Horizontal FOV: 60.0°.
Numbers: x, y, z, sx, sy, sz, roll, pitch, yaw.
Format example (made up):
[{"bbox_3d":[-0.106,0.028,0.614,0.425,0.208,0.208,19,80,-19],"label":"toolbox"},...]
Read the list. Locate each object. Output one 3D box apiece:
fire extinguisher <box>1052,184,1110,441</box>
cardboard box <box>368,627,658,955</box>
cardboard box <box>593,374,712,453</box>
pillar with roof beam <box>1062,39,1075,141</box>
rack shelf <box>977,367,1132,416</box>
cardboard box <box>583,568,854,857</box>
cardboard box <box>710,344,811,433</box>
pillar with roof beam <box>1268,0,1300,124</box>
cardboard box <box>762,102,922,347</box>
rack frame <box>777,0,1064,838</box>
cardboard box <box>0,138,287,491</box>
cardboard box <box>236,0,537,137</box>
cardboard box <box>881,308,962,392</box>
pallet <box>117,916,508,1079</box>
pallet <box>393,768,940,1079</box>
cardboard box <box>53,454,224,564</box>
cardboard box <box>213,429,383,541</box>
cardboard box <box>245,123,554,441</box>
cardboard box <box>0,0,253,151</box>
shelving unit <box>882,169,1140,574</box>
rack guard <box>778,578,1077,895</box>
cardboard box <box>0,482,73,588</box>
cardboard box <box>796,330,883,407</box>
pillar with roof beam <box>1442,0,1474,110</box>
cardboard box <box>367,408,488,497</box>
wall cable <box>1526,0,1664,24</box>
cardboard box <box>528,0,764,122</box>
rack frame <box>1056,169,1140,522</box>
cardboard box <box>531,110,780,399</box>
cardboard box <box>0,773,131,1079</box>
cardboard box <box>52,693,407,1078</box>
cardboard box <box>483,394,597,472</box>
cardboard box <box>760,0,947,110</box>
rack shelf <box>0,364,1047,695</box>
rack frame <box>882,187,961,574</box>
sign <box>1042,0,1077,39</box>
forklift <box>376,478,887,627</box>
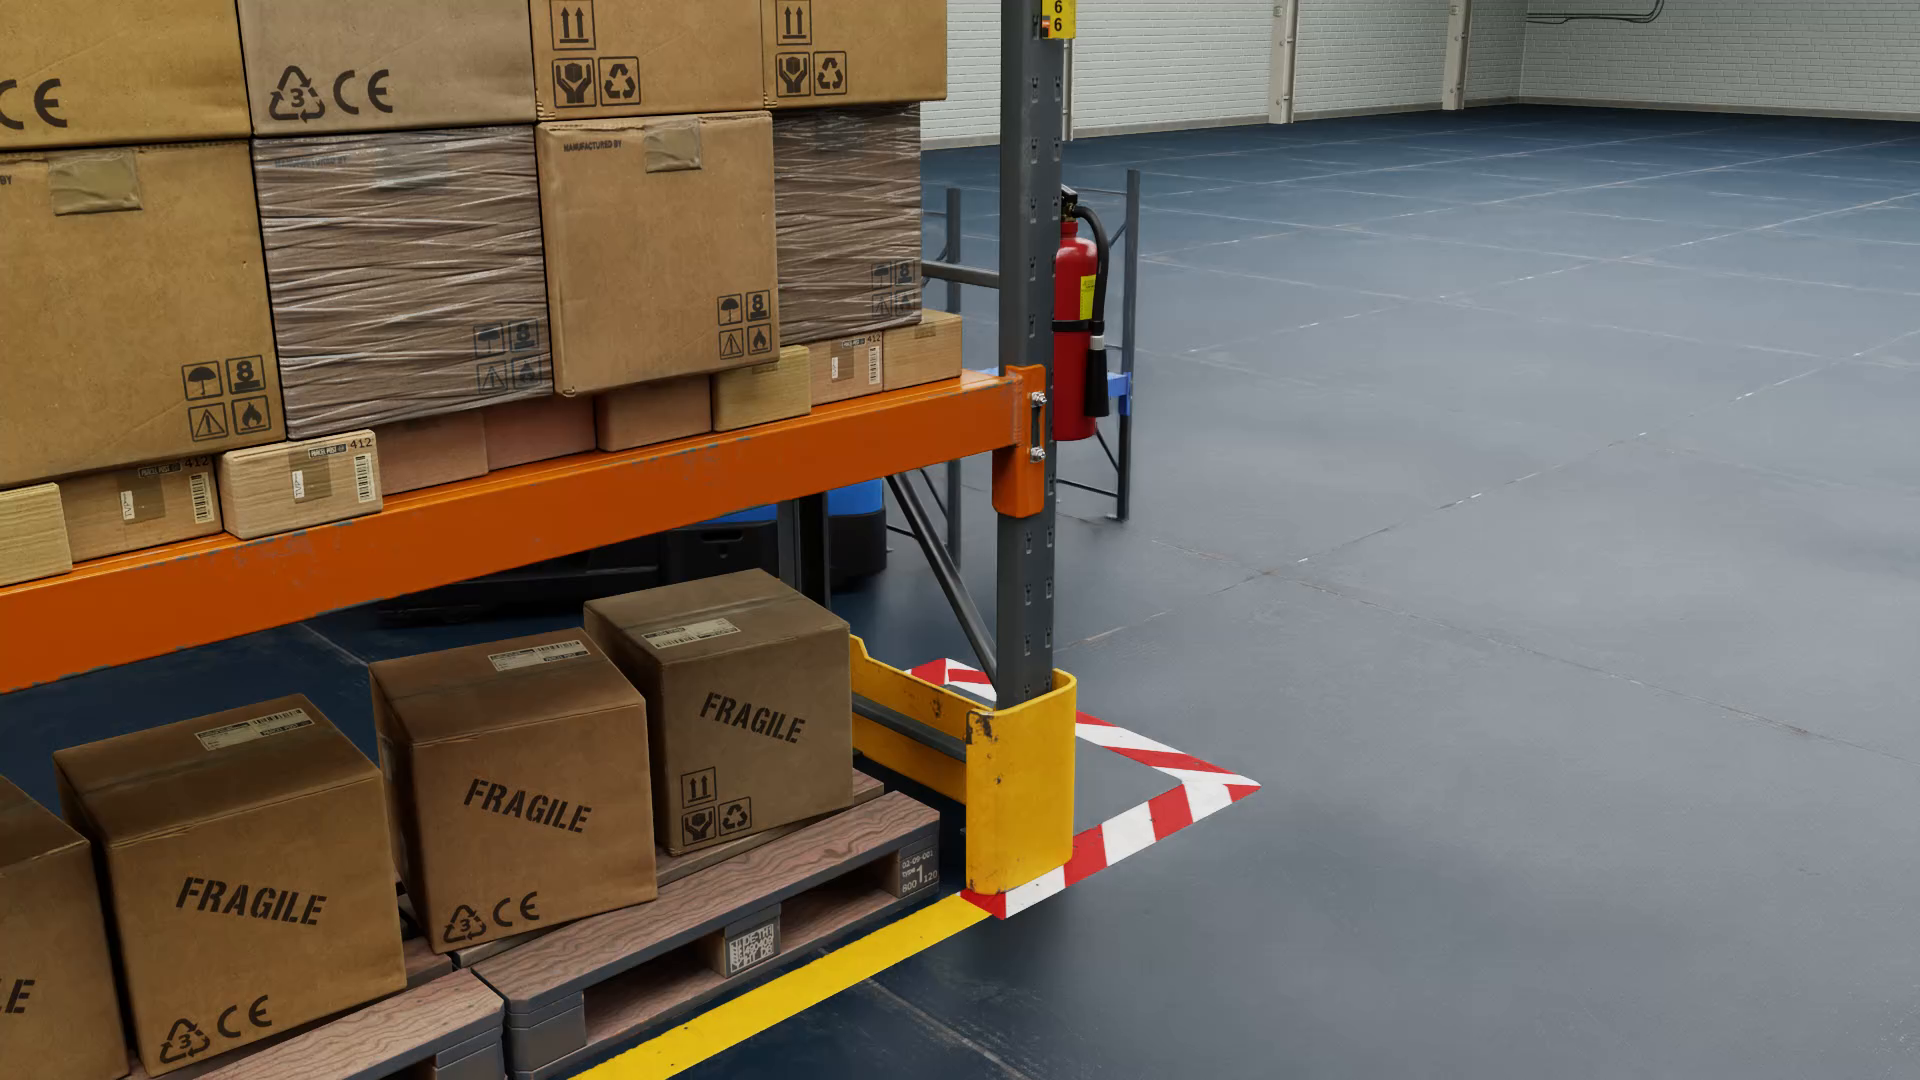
[{"bbox_3d":[0.254,-0.587,4.056,0.183,0.674,0.296,-16,24,-41],"label":"fire extinguisher"},{"bbox_3d":[-1.022,0.550,3.798,0.500,0.500,0.500,-9,20,-27],"label":"cardboard box"},{"bbox_3d":[-0.732,-0.309,3.483,0.250,0.149,0.380,-16,24,-41],"label":"cardboard box"},{"bbox_3d":[4.544,-9.792,22.597,0.400,9.000,9.100,-16,24,-41],"label":"pillar with roof beam"},{"bbox_3d":[0.185,-0.570,6.894,1.000,0.185,0.538,-17,24,-41],"label":"rack shelf"},{"bbox_3d":[-0.611,0.415,4.212,0.500,0.500,0.500,-11,21,-31],"label":"cardboard box"},{"bbox_3d":[-0.540,-0.359,3.636,0.250,0.149,0.380,-16,24,-41],"label":"cardboard box"},{"bbox_3d":[8.903,-11.064,26.518,0.400,9.000,9.100,-16,24,-41],"label":"pillar with roof beam"},{"bbox_3d":[-0.565,-0.781,3.886,0.500,0.500,0.875,-16,24,-41],"label":"cardboard box"},{"bbox_3d":[-0.146,-0.702,4.288,0.127,3.000,1.000,-16,24,-41],"label":"rack frame"},{"bbox_3d":[-1.610,-0.449,2.861,0.500,0.500,0.875,-16,24,-41],"label":"cardboard box"},{"bbox_3d":[-1.100,-0.983,2.886,0.500,0.500,0.500,-16,24,-41],"label":"cardboard box"},{"bbox_3d":[-0.211,-0.476,3.998,0.250,0.149,0.380,-16,24,-41],"label":"cardboard box"},{"bbox_3d":[-1.702,1.062,3.368,1.213,0.211,1.003,-16,24,-41],"label":"pallet"},{"bbox_3d":[-0.816,0.804,4.162,1.213,0.211,1.003,-16,24,-41],"label":"pallet"},{"bbox_3d":[-1.459,-0.098,2.829,0.250,0.149,0.380,-16,24,-41],"label":"cardboard box"},{"bbox_3d":[-1.229,-0.135,2.945,0.250,0.149,0.380,-16,24,-41],"label":"cardboard box"},{"bbox_3d":[-1.239,-0.552,3.179,0.500,0.500,0.875,-16,24,-41],"label":"cardboard box"},{"bbox_3d":[-1.469,-0.878,2.565,0.500,0.500,0.500,-16,24,-41],"label":"cardboard box"},{"bbox_3d":[0.185,-0.741,6.839,1.048,1.500,0.538,-17,24,-41],"label":"shelving unit"},{"bbox_3d":[-0.201,0.503,4.624,0.348,0.500,1.175,-16,24,-41],"label":"rack guard"},{"bbox_3d":[-1.609,-0.034,2.634,0.250,0.149,0.380,-16,24,-41],"label":"cardboard box"},{"bbox_3d":[-0.394,-0.423,3.835,0.250,0.149,0.380,-16,24,-41],"label":"cardboard box"},{"bbox_3d":[13.263,-12.335,30.440,0.400,9.000,9.100,-16,24,-41],"label":"pillar with roof beam"},{"bbox_3d":[-1.108,-0.208,3.169,0.250,0.149,0.380,-16,24,-41],"label":"cardboard box"},{"bbox_3d":[13.355,-12.151,34.905,0.112,2.526,3.097,-16,24,-41],"label":"wall cable"},{"bbox_3d":[-0.735,-1.088,3.211,0.500,0.500,0.500,-16,24,-41],"label":"cardboard box"},{"bbox_3d":[0.551,-0.850,7.175,0.032,1.500,0.500,-17,24,-41],"label":"rack frame"},{"bbox_3d":[-0.846,-0.648,3.476,0.500,0.500,0.875,-16,24,-41],"label":"cardboard box"},{"bbox_3d":[-1.926,0.786,3.068,0.500,0.500,0.500,15,23,39],"label":"cardboard box"},{"bbox_3d":[-1.490,0.678,3.402,0.500,0.500,0.500,-14,22,-36],"label":"cardboard box"},{"bbox_3d":[-0.942,-0.266,3.348,0.250,0.149,0.380,-16,24,-41],"label":"cardboard box"},{"bbox_3d":[-0.376,-1.195,3.542,0.500,0.500,0.500,-16,24,-41],"label":"cardboard box"},{"bbox_3d":[-1.599,0.064,3.092,4.000,0.370,1.077,-16,24,-41],"label":"rack shelf"},{"bbox_3d":[-0.181,-0.632,6.503,0.032,1.500,0.500,-17,24,-41],"label":"rack frame"},{"bbox_3d":[0.221,-1.275,3.664,0.005,0.325,0.100,-16,24,-41],"label":"sign"},{"bbox_3d":[-1.855,-1.259,6.116,3.031,2.935,1.130,-4,18,-11],"label":"forklift"}]
